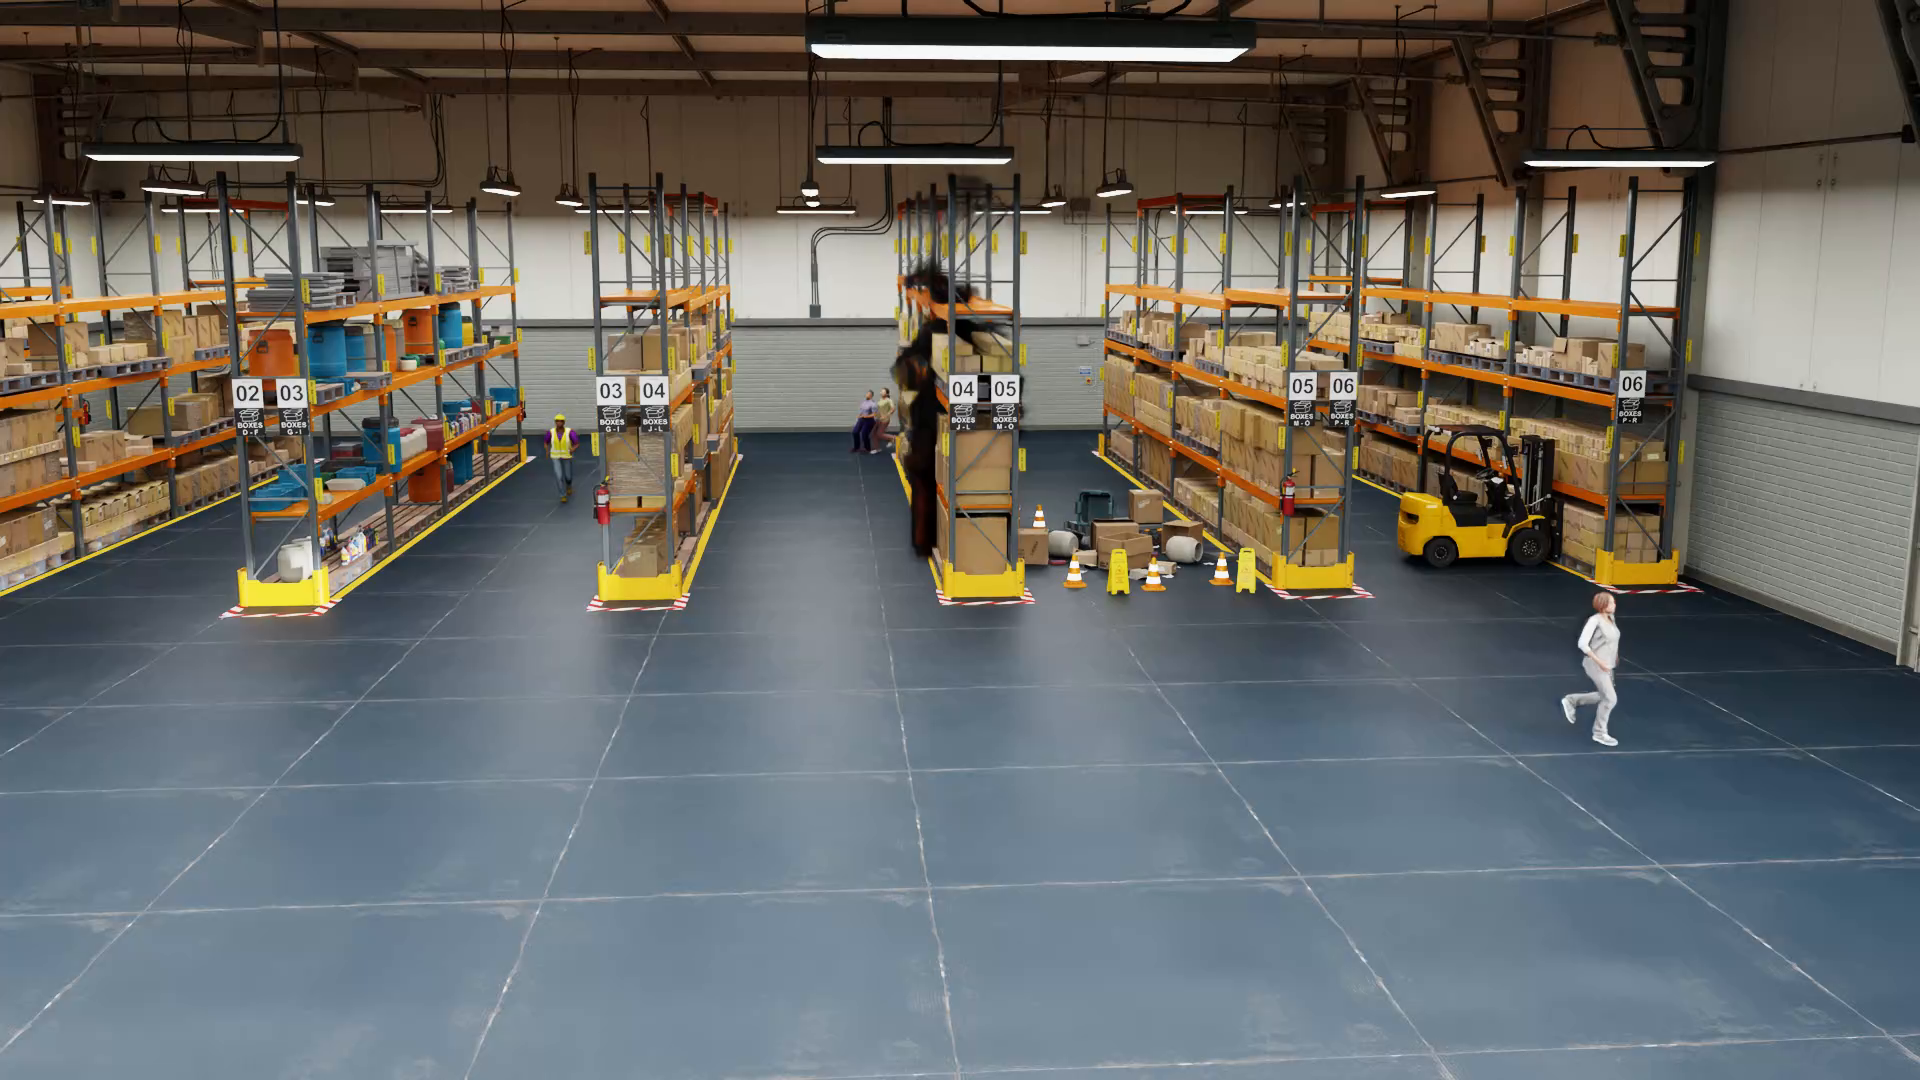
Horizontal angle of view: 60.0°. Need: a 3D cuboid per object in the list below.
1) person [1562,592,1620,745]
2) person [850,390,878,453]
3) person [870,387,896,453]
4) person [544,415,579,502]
[{"bbox_3d":[6.462,1.286,16.990,0.641,1.564,0.562,9,14,43],"label":"person"},{"bbox_3d":[-2.319,-2.880,40.586,0.840,1.603,0.561,9,13,40],"label":"person"},{"bbox_3d":[-1.829,-2.925,40.723,0.659,1.640,0.627,-7,12,-36],"label":"person"},{"bbox_3d":[-7.901,-1.631,32.968,0.686,1.727,0.671,-2,10,-9],"label":"person"}]
